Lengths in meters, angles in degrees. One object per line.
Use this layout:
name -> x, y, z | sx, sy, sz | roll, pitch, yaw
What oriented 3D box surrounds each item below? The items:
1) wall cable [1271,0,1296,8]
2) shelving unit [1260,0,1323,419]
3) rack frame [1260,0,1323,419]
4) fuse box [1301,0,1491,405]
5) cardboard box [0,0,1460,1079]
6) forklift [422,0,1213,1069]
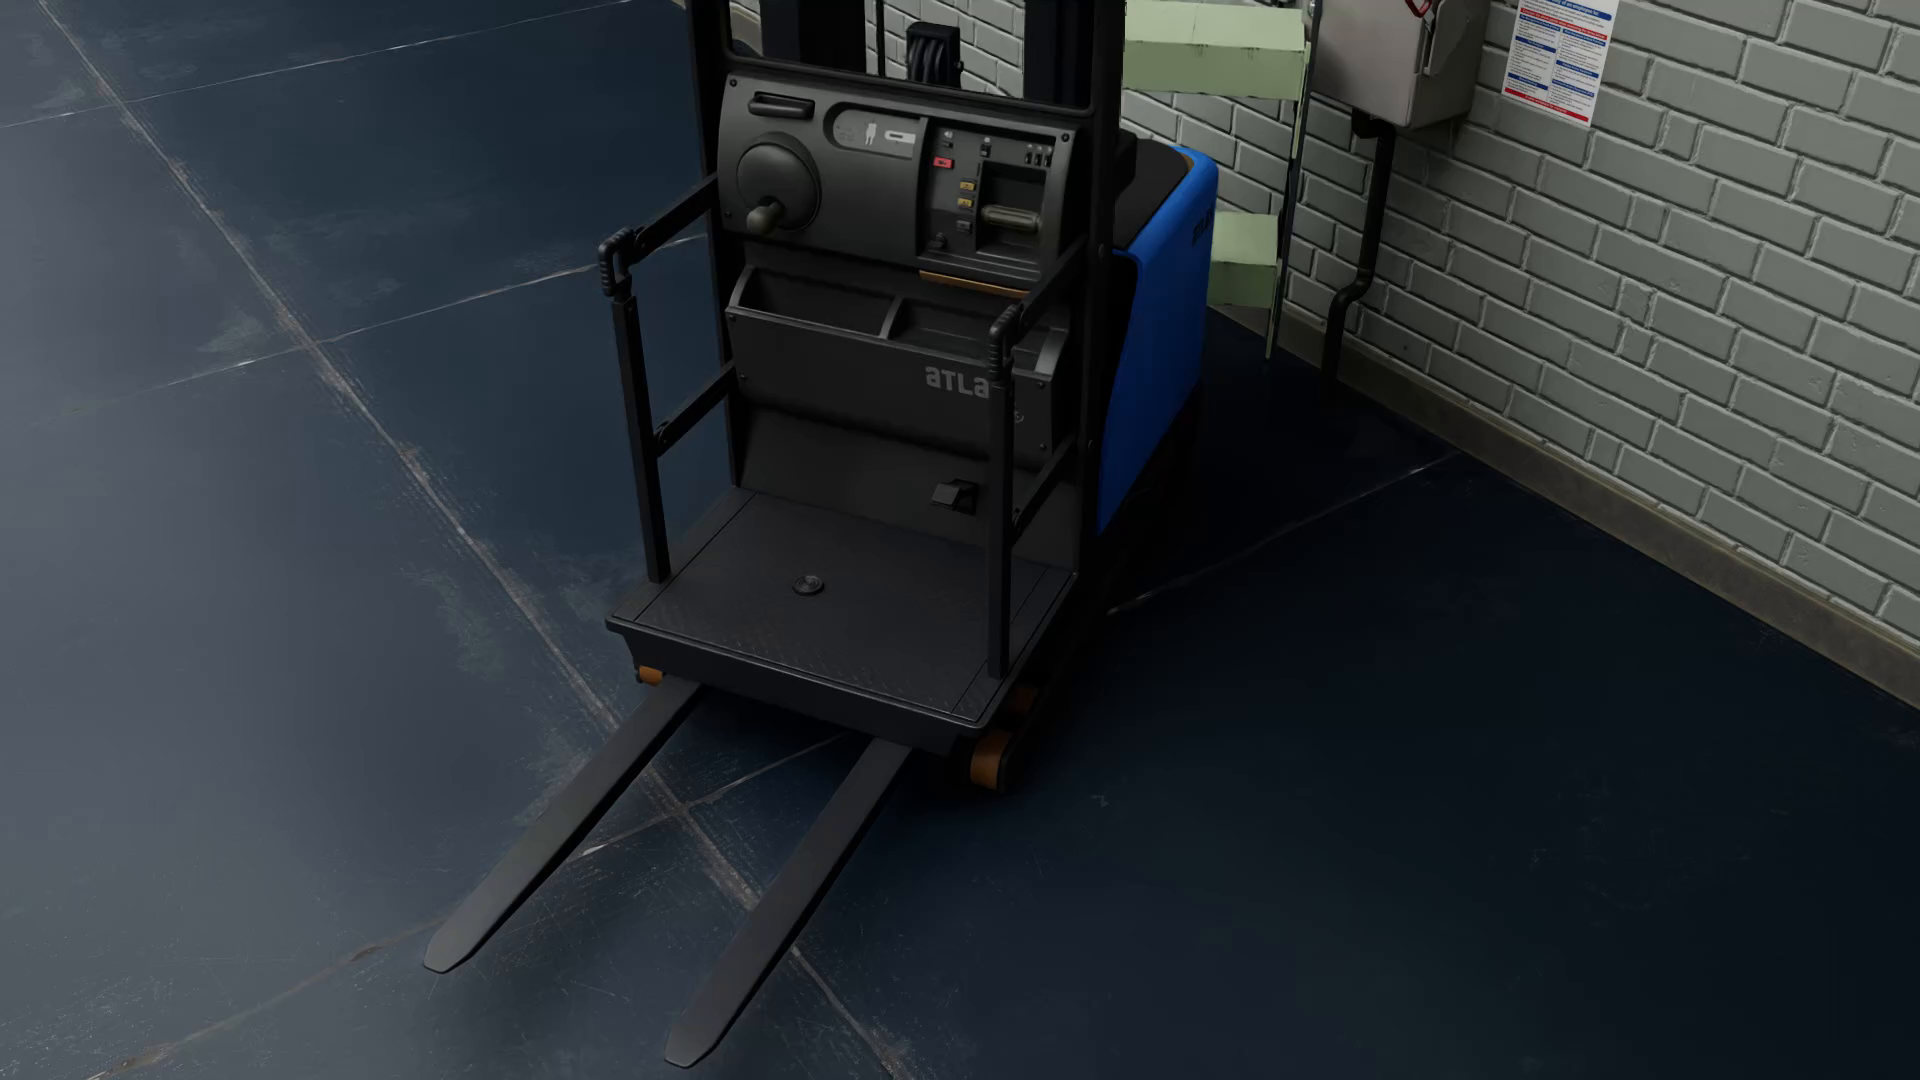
wall cable -> 1.030, -2.482, 5.262 | 0.122, 1.984, 0.588 | -22, 41, -28
shelving unit -> 0.737, -1.187, 5.575 | 0.755, 1.500, 0.400 | 6, 36, 7
rack frame -> 1.098, -1.150, 5.528 | 0.023, 1.500, 0.400 | 6, 36, 7
fuse box -> 1.294, -1.168, 5.408 | 0.414, 1.711, 0.539 | -22, 41, -28
cardboard box -> -5.440, -0.091, 4.049 | 13.522, 1.550, 6.103 | -23, 42, -29
forklift -> -0.279, -0.764, 3.878 | 1.107, 2.843, 2.937 | 14, 38, 19
